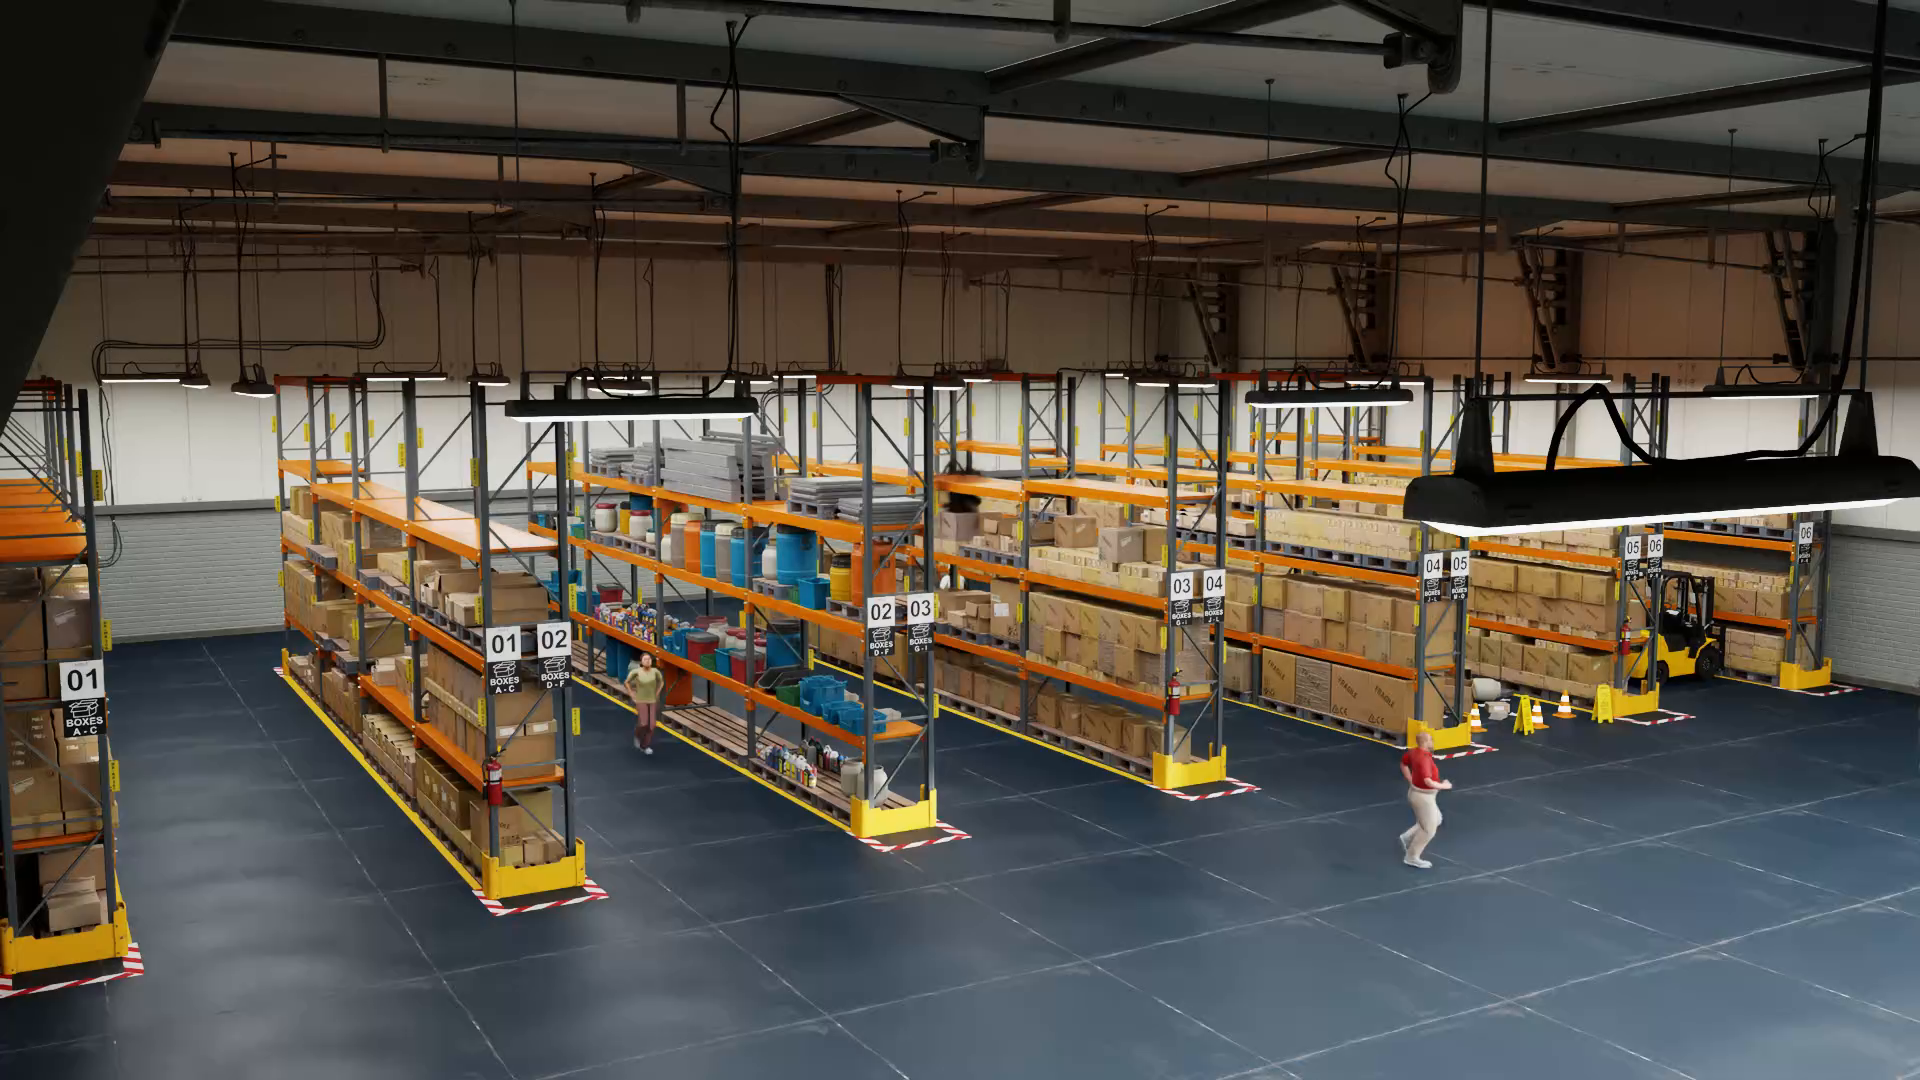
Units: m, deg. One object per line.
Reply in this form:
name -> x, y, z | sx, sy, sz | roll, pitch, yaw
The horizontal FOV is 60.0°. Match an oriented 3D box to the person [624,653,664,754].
person -> -5.006, 2.611, 26.578 | 0.624, 1.638, 0.514 | -3, 7, -26

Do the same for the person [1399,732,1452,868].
person -> 5.825, 3.223, 20.729 | 0.553, 1.696, 0.716 | 0, 6, 0

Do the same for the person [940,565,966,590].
person -> -0.111, 1.324, 37.169 | 0.721, 1.649, 0.729 | -3, 7, -23
